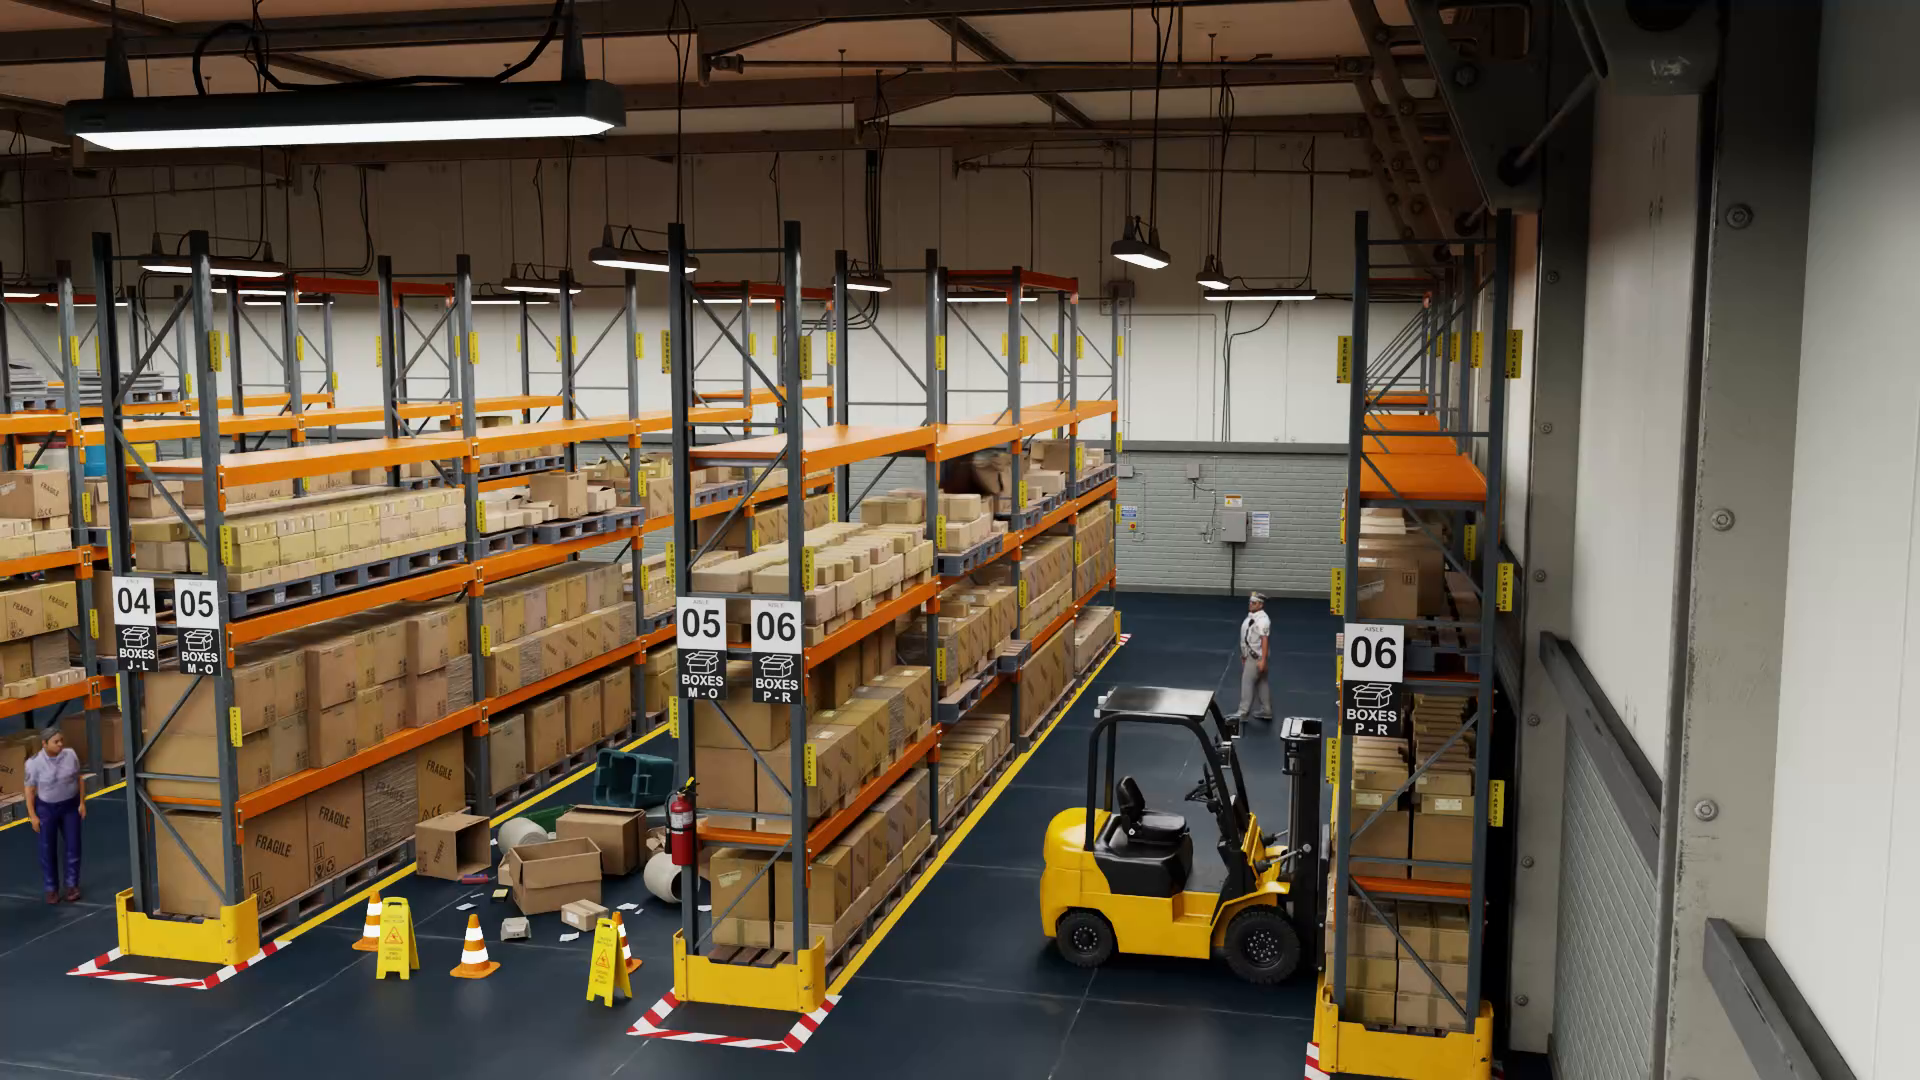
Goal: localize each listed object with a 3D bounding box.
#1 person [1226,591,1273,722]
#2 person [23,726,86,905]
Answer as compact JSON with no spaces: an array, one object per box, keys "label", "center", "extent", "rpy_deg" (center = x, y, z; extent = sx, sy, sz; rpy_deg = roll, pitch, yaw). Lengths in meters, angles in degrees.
[{"label":"person","center":[3.917,1.561,22.470],"extent":[0.642,1.762,0.588],"rpy_deg":[2,7,12]},{"label":"person","center":[-8.301,2.505,15.268],"extent":[0.388,1.657,0.508],"rpy_deg":[6,9,42]}]
